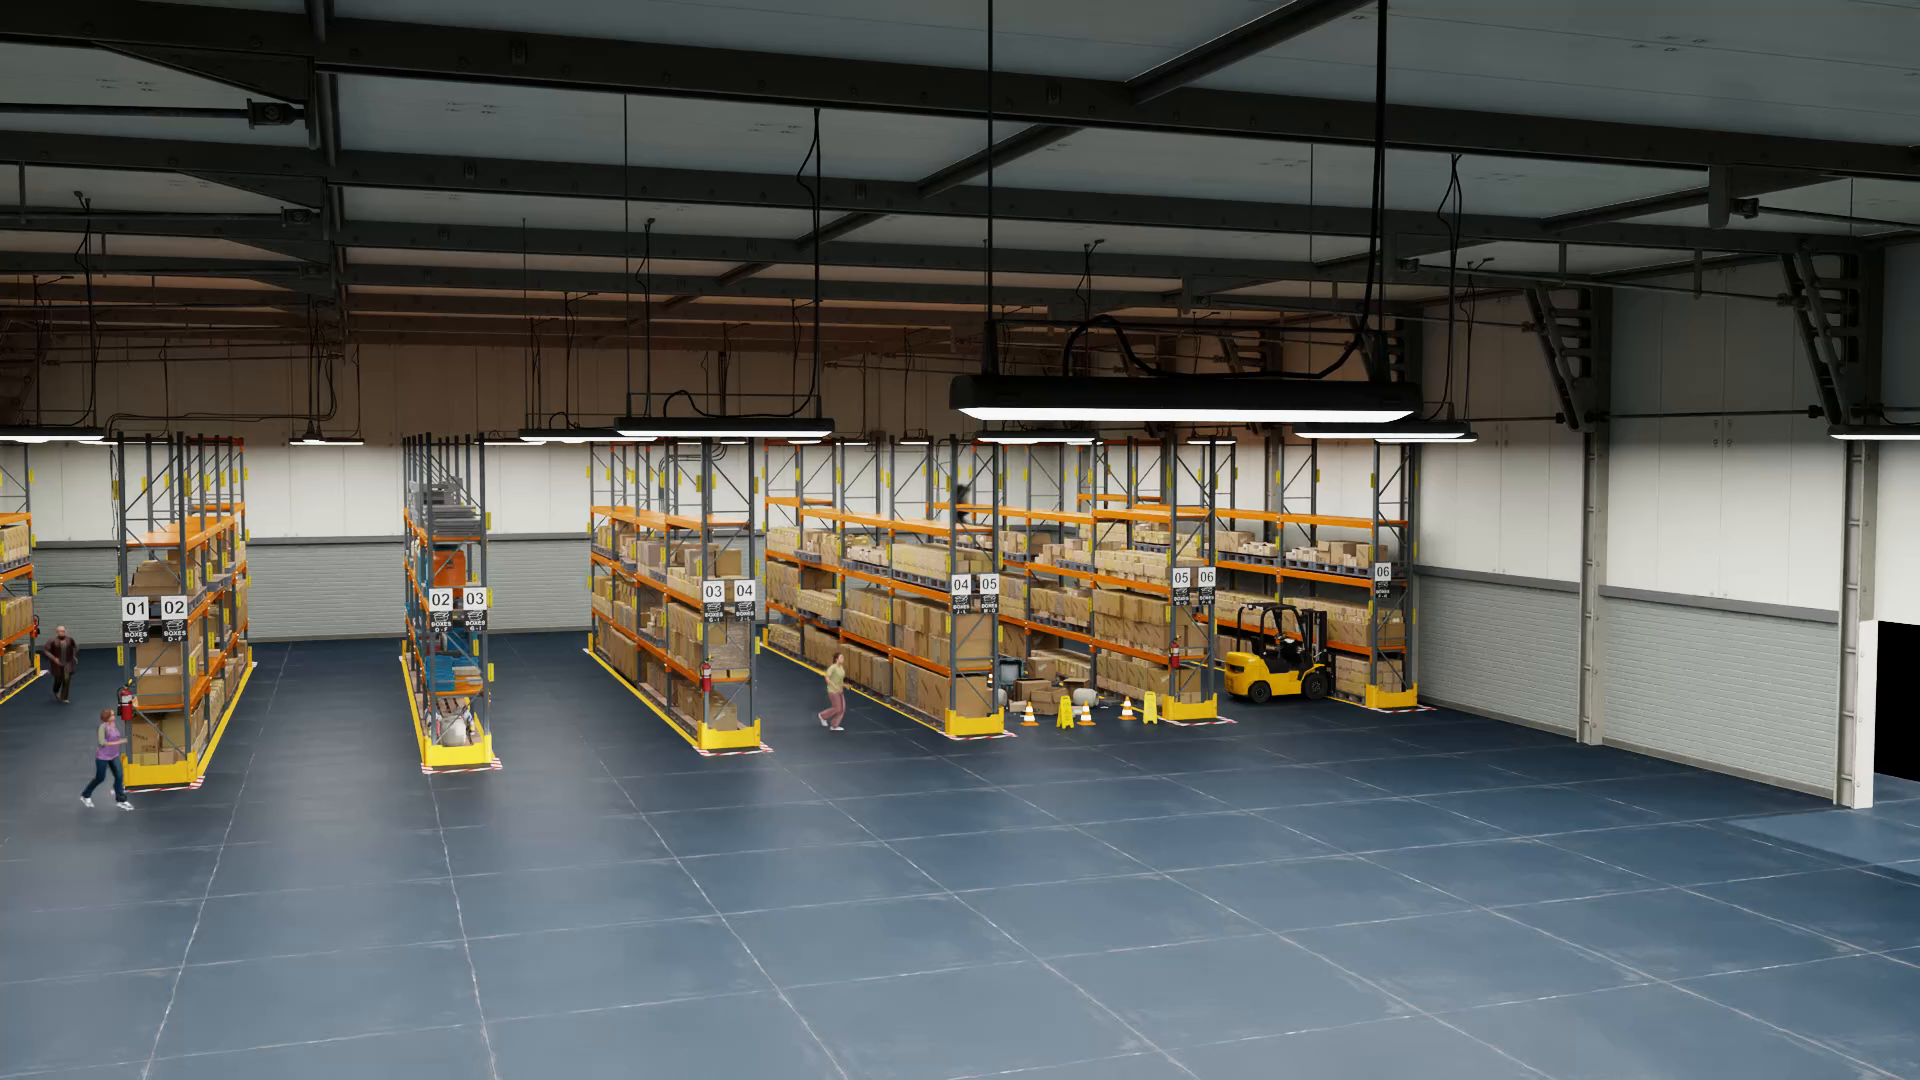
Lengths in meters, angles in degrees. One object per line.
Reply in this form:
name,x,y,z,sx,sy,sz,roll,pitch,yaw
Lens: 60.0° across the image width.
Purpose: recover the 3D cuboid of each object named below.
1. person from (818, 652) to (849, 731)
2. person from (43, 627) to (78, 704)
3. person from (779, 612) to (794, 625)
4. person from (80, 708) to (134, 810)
person,-2.591,3.061,33.697,0.593,1.604,0.582,2,4,29
person,-20.208,2.791,37.346,0.705,1.736,0.879,-2,4,-38
person,-5.165,2.120,49.461,0.941,1.753,0.720,-2,4,-31
person,-13.439,3.442,26.141,0.861,1.605,0.522,1,3,10
